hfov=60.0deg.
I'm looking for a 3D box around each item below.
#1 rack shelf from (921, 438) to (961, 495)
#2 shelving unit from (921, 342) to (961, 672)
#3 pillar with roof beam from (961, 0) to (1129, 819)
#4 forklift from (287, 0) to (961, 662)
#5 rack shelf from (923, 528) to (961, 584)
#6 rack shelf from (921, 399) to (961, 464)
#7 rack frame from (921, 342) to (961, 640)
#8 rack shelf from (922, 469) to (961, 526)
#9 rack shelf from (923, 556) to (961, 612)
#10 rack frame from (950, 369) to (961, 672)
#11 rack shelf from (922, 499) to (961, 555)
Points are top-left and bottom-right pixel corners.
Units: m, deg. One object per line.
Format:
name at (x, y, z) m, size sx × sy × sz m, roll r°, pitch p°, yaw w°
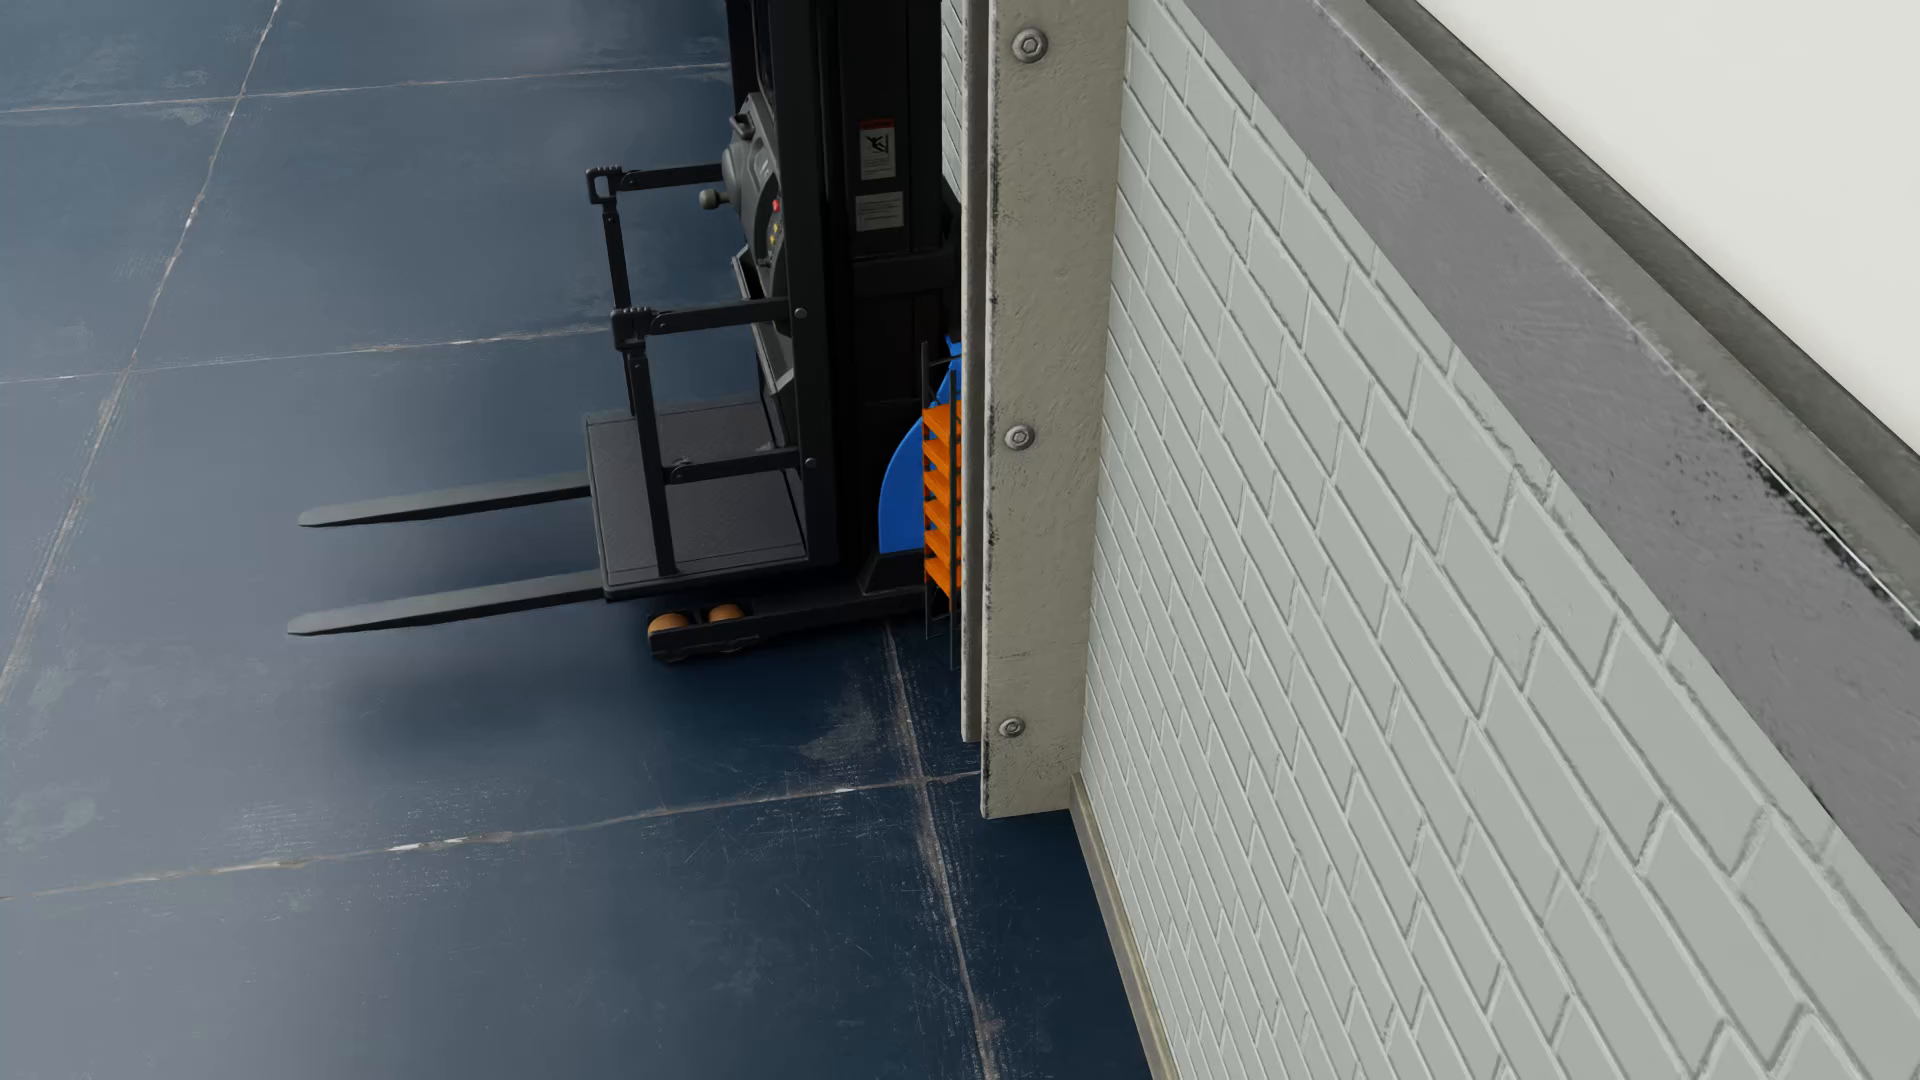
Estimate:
rack shelf at (0.033, -0.265, 5.294) m, size 0.258 × 0.103 × 0.180 m, roll -18°, pitch 41°, yaw -22°
shelving unit at (0.033, -0.111, 5.414) m, size 0.258 × 1.200 × 0.189 m, roll -18°, pitch 41°, yaw -22°
pillar with roof beam at (-4.049, -2.364, 1.957) m, size 9.100 × 9.000 × 0.400 m, roll -6°, pitch 38°, yaw -8°
forklift at (-0.836, -1.099, 5.276) m, size 3.031 × 2.935 × 1.130 m, roll -9°, pitch 39°, yaw -11°
rack shelf at (0.033, 0.019, 5.515) m, size 0.258 × 0.103 × 0.180 m, roll -18°, pitch 41°, yaw -22°
rack shelf at (0.033, -0.360, 5.221) m, size 0.258 × 0.103 × 0.180 m, roll -18°, pitch 41°, yaw -22°
rack frame at (-0.011, -0.160, 5.478) m, size 0.240 × 1.200 × 0.006 m, roll -18°, pitch 41°, yaw -22°
rack shelf at (0.033, -0.170, 5.368) m, size 0.258 × 0.103 × 0.180 m, roll -18°, pitch 41°, yaw -22°
rack shelf at (0.033, 0.114, 5.589) m, size 0.258 × 0.103 × 0.180 m, roll -18°, pitch 41°, yaw -22°
rack frame at (0.076, -0.061, 5.351) m, size 0.240 × 1.200 × 0.006 m, roll -18°, pitch 41°, yaw -22°
rack shelf at (0.033, -0.075, 5.441) m, size 0.258 × 0.103 × 0.180 m, roll -18°, pitch 41°, yaw -22°
